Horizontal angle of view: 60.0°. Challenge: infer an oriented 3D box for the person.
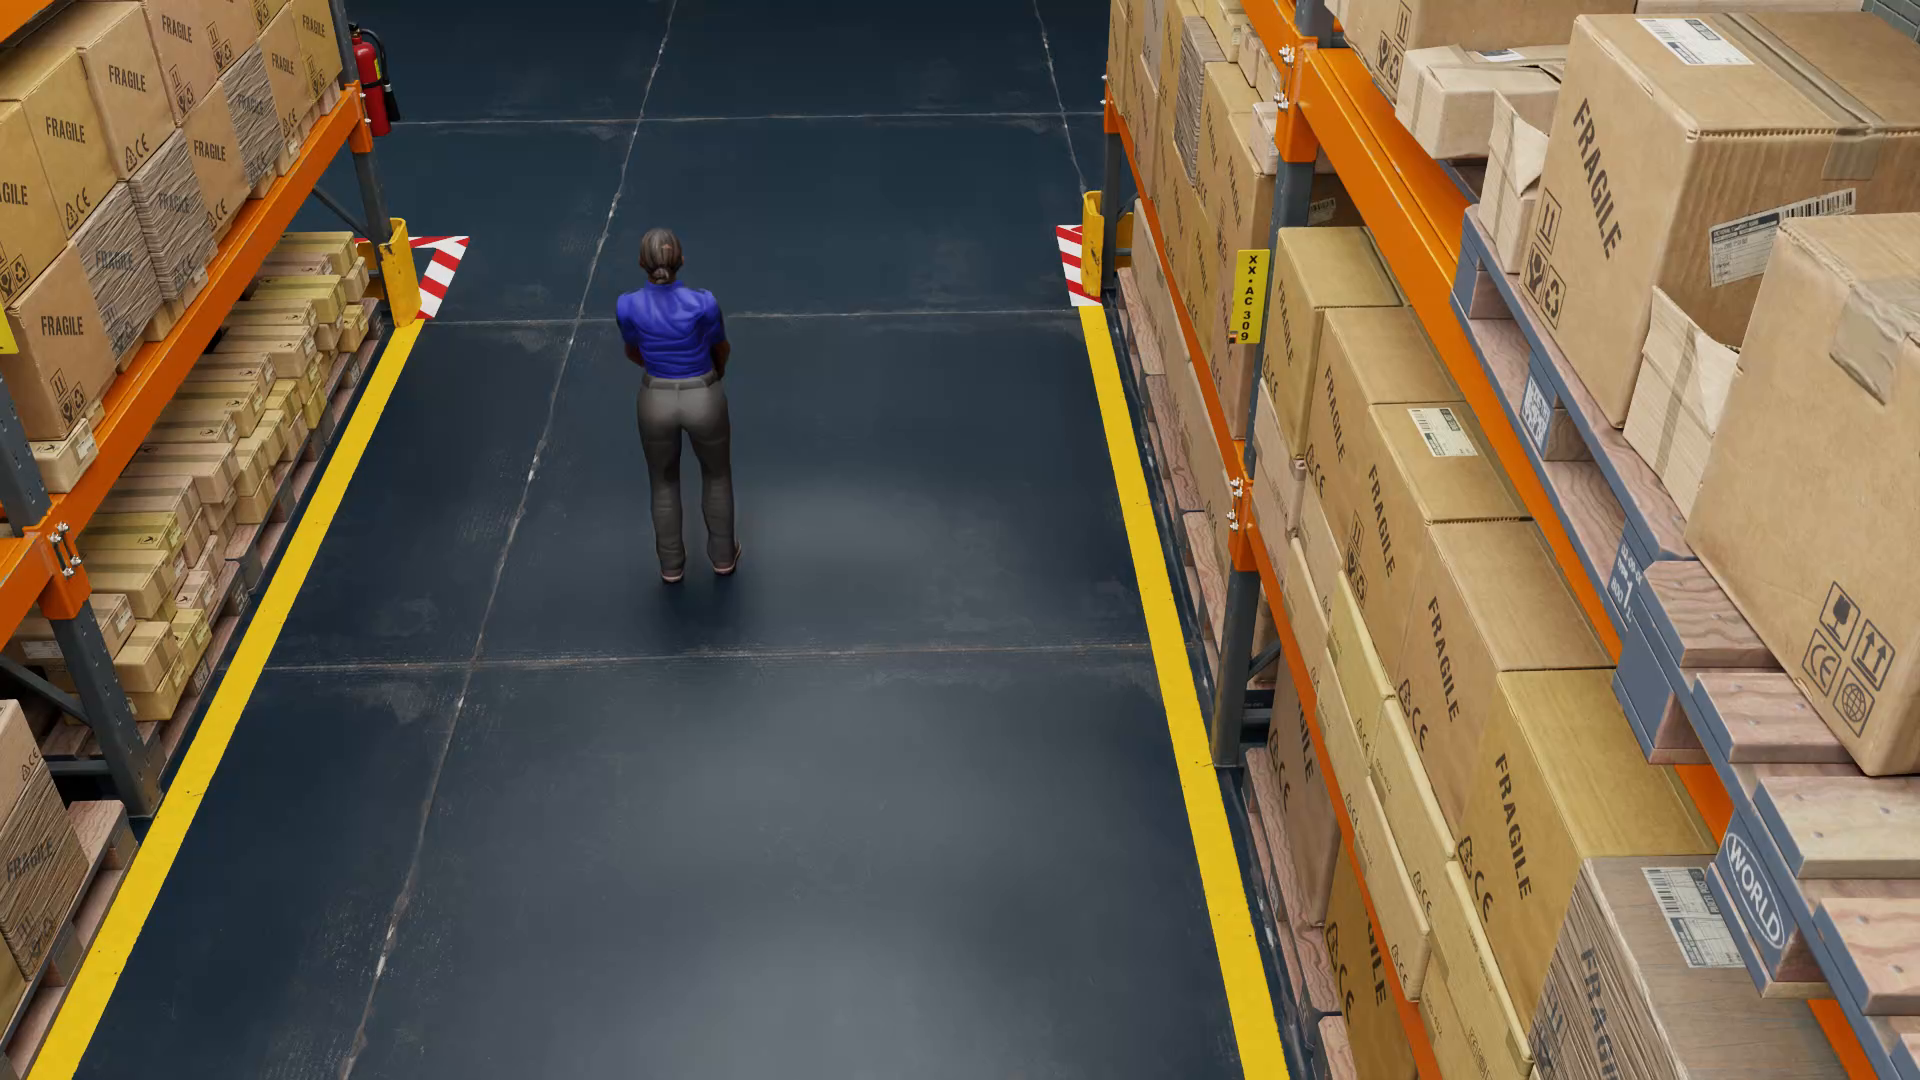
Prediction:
[{"bbox_3d":[-1.164,-0.595,6.995,0.435,1.657,0.504,-2,35,-3],"label":"person"}]
